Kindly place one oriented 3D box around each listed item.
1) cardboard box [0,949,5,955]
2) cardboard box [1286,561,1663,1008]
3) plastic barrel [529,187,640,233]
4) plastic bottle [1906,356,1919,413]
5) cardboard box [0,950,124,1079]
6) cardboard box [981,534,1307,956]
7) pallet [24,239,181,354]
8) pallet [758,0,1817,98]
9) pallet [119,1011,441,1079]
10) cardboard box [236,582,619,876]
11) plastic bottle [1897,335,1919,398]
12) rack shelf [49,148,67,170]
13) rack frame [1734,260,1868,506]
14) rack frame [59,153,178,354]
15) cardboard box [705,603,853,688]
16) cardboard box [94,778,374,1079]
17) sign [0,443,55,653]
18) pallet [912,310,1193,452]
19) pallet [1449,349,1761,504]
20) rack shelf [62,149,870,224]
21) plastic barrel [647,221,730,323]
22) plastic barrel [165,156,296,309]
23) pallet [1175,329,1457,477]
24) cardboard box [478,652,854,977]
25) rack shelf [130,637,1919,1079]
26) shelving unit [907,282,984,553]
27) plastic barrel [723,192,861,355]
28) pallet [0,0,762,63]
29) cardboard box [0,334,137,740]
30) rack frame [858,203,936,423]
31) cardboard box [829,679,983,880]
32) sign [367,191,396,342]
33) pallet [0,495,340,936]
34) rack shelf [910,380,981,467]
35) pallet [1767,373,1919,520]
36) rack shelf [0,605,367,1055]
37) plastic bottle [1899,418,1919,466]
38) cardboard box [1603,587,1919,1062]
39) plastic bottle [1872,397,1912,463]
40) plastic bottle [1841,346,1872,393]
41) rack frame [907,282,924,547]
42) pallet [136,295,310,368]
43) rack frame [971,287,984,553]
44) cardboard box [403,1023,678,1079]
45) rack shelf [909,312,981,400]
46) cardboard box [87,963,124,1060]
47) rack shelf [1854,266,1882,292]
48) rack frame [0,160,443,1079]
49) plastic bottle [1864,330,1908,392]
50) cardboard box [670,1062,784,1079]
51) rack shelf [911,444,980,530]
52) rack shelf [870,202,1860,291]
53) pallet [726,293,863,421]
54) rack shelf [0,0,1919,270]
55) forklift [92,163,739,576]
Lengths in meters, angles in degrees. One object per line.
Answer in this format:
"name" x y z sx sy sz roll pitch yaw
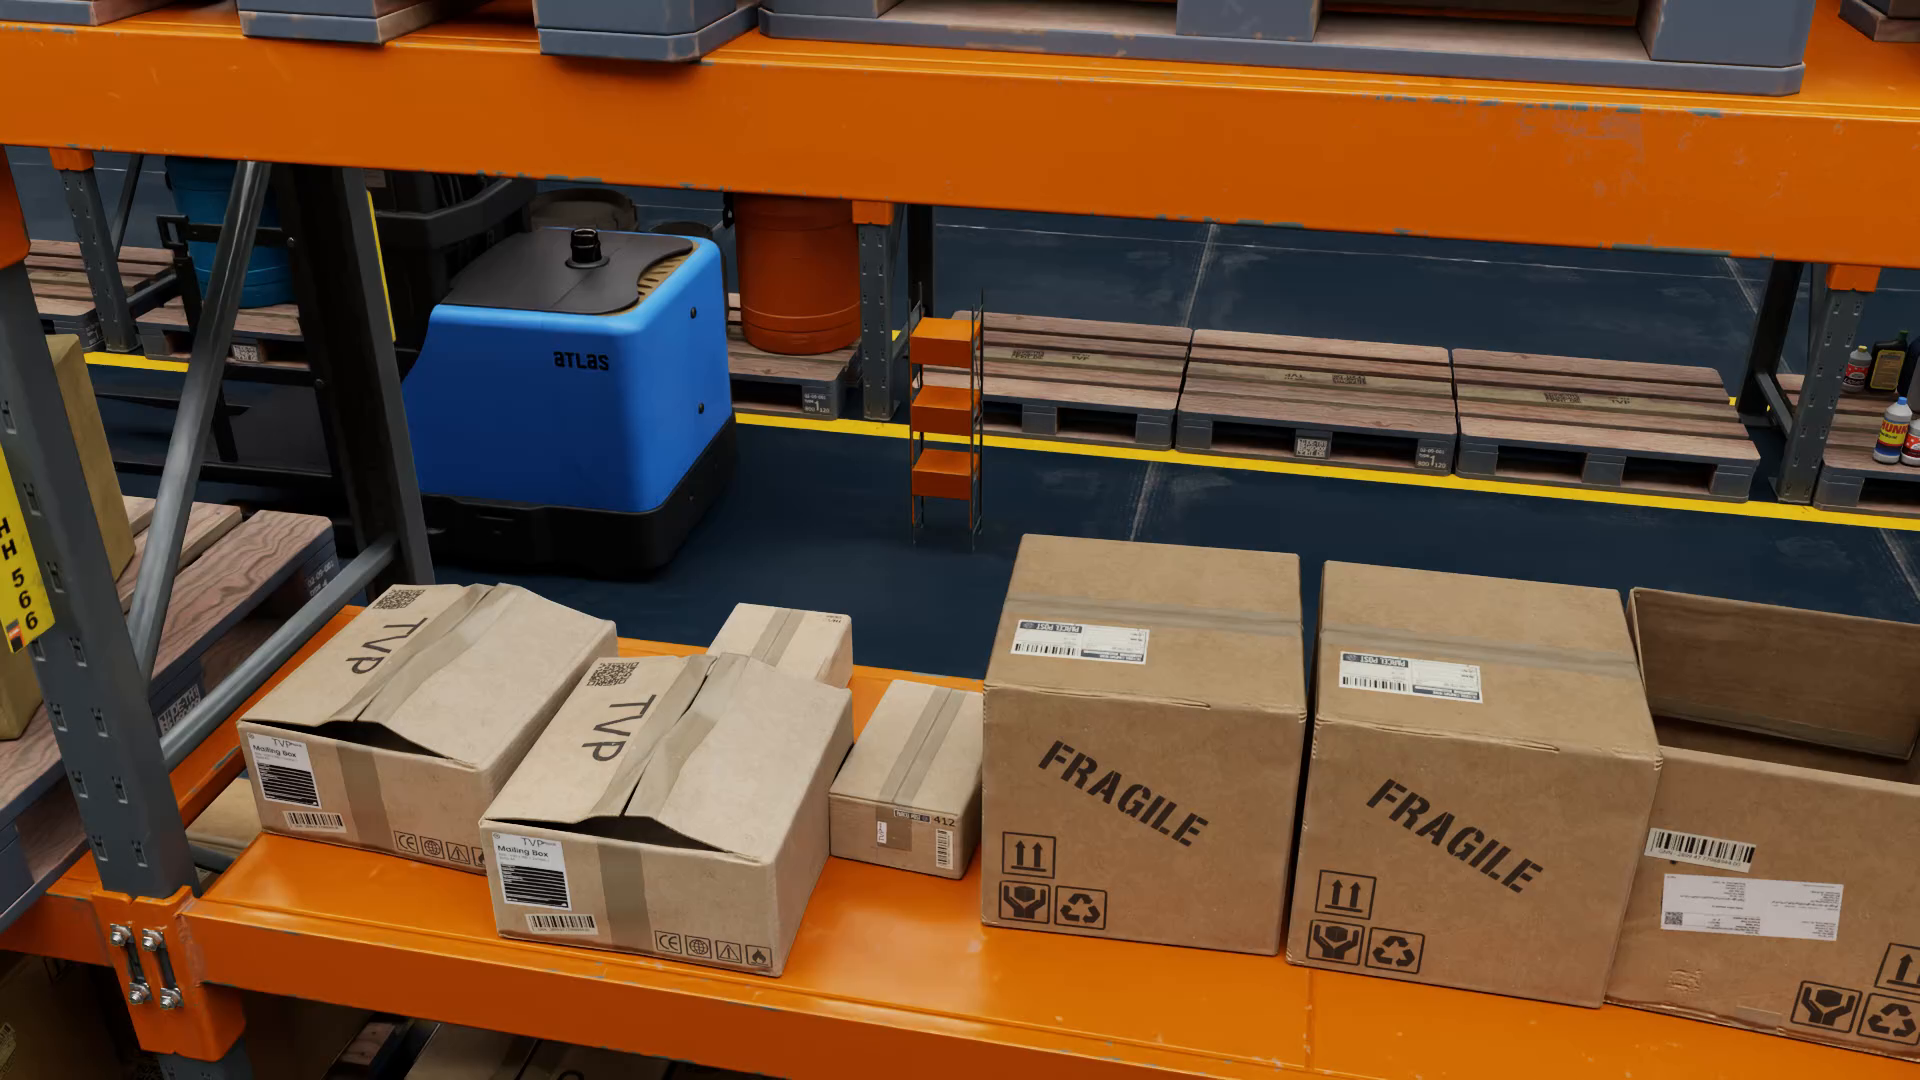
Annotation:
"cardboard box" -2.343 0.812 3.507 0.500 0.250 0.500 7 29 12
"cardboard box" 0.835 0.394 2.803 0.500 0.500 0.500 6 29 11
"plastic barrel" -1.872 -1.382 8.225 0.708 0.588 0.600 6 29 11
"plastic bottle" 4.286 -0.734 7.268 0.185 0.351 0.144 6 29 11
"cardboard box" -2.287 1.144 3.681 0.500 0.500 0.500 7 29 13
"cardboard box" 0.321 0.341 2.899 0.500 0.500 0.500 4 29 8
"pallet" -4.925 -1.335 8.968 1.213 0.211 1.003 6 29 11
"pallet" 0.453 -0.872 2.291 1.213 0.211 1.003 7 30 13
"pallet" -2.046 1.355 4.055 1.213 0.211 1.003 6 29 11
"cardboard box" -0.977 0.321 3.134 0.500 0.311 0.500 8 30 14
"plastic bottle" 4.316 -0.802 7.392 0.185 0.351 0.144 5 29 9
"rack shelf" -6.153 -2.387 8.736 4.000 0.370 1.077 6 29 11
"rack frame" 3.626 -1.700 6.732 0.127 3.000 1.000 6 29 11
"rack frame" -4.197 -2.502 8.197 0.127 3.000 1.000 6 29 11
"cardboard box" -0.386 0.295 3.349 0.250 0.149 0.380 6 29 11
"cardboard box" -1.709 0.948 4.039 0.500 0.500 0.500 7 29 13
"sign" -1.428 0.007 2.490 0.005 0.325 0.100 6 29 11
"pallet" 0.464 -0.782 7.959 1.213 0.211 1.003 6 29 11
"pallet" 2.850 -0.538 7.512 1.213 0.211 1.003 6 29 11
"rack shelf" -2.242 -1.986 8.004 4.000 0.370 1.077 6 29 11
"plastic barrel" -1.338 -1.250 8.063 0.421 0.512 0.421 0 29 0
"plastic barrel" -3.669 -1.704 8.486 0.708 0.901 0.600 6 29 11
"pallet" 1.653 -0.659 7.734 1.213 0.211 1.003 6 29 11
"cardboard box" -0.489 0.444 2.908 0.500 0.311 0.500 6 29 10
"rack shelf" 0.632 0.741 3.023 4.000 0.370 1.077 6 29 11
"shelving unit" -0.052 -0.466 6.508 0.252 1.050 0.215 6 29 11
"plastic barrel" -0.768 -1.375 7.960 0.708 0.830 0.600 6 29 11
"pallet" -0.641 -0.982 2.494 1.003 0.211 1.213 7 30 13
"cardboard box" -1.963 -0.014 3.110 0.500 0.500 0.700 -4 29 -6
"rack frame" -0.286 -2.101 7.465 0.127 3.000 1.000 6 29 11
"cardboard box" -0.065 0.436 3.091 0.250 0.149 0.380 8 30 14
"sign" -1.211 -0.544 3.415 0.005 0.325 0.100 6 29 11
"pallet" -2.001 0.274 3.326 1.003 0.211 1.213 6 29 11
"rack shelf" -0.052 -0.457 6.513 0.240 0.259 0.215 6 29 11
"pallet" 4.274 -0.390 7.243 1.213 0.211 1.003 6 29 11
"rack shelf" -3.280 0.340 3.755 4.000 0.370 1.077 6 29 11
"plastic bottle" 3.946 -0.418 6.845 0.097 0.201 0.097 0 29 0
"cardboard box" 1.325 0.444 2.711 0.500 0.500 0.500 8 30 14
"plastic bottle" 3.846 -0.459 6.847 0.097 0.271 0.097 0 29 0
"plastic bottle" 4.046 -0.776 7.499 0.097 0.201 0.097 0 29 0
"rack frame" -0.172 -0.478 6.530 0.008 1.050 0.200 6 29 11
"pallet" -3.452 -1.182 8.690 1.213 0.211 1.003 6 29 11
"rack frame" 0.067 -0.454 6.485 0.008 1.050 0.200 6 29 11
"cardboard box" -0.873 1.191 3.293 0.500 0.311 0.500 7 29 12
"rack shelf" -0.052 -0.706 6.377 0.240 0.259 0.215 6 29 11
"cardboard box" -2.222 0.898 4.131 0.500 0.500 0.500 5 29 9
"rack shelf" 5.582 -1.184 6.538 4.000 0.370 1.077 6 29 11
"rack frame" -1.324 0.225 3.216 0.127 3.000 1.000 6 29 11
"plastic bottle" 4.166 -0.808 7.473 0.133 0.283 0.061 7 30 13
"cardboard box" -0.357 1.240 3.204 0.500 0.311 0.500 5 29 9
"rack shelf" -0.052 -0.213 6.646 0.240 0.259 0.215 6 29 11
"rack shelf" 1.670 -1.585 7.271 4.000 0.370 1.077 6 29 11
"pallet" -1.065 -0.938 8.243 1.213 0.211 1.003 6 29 11
"rack shelf" 0.632 -0.575 2.302 4.000 0.370 1.077 6 29 11
"forklift" -2.528 -1.490 6.419 3.031 2.935 1.130 5 29 10
